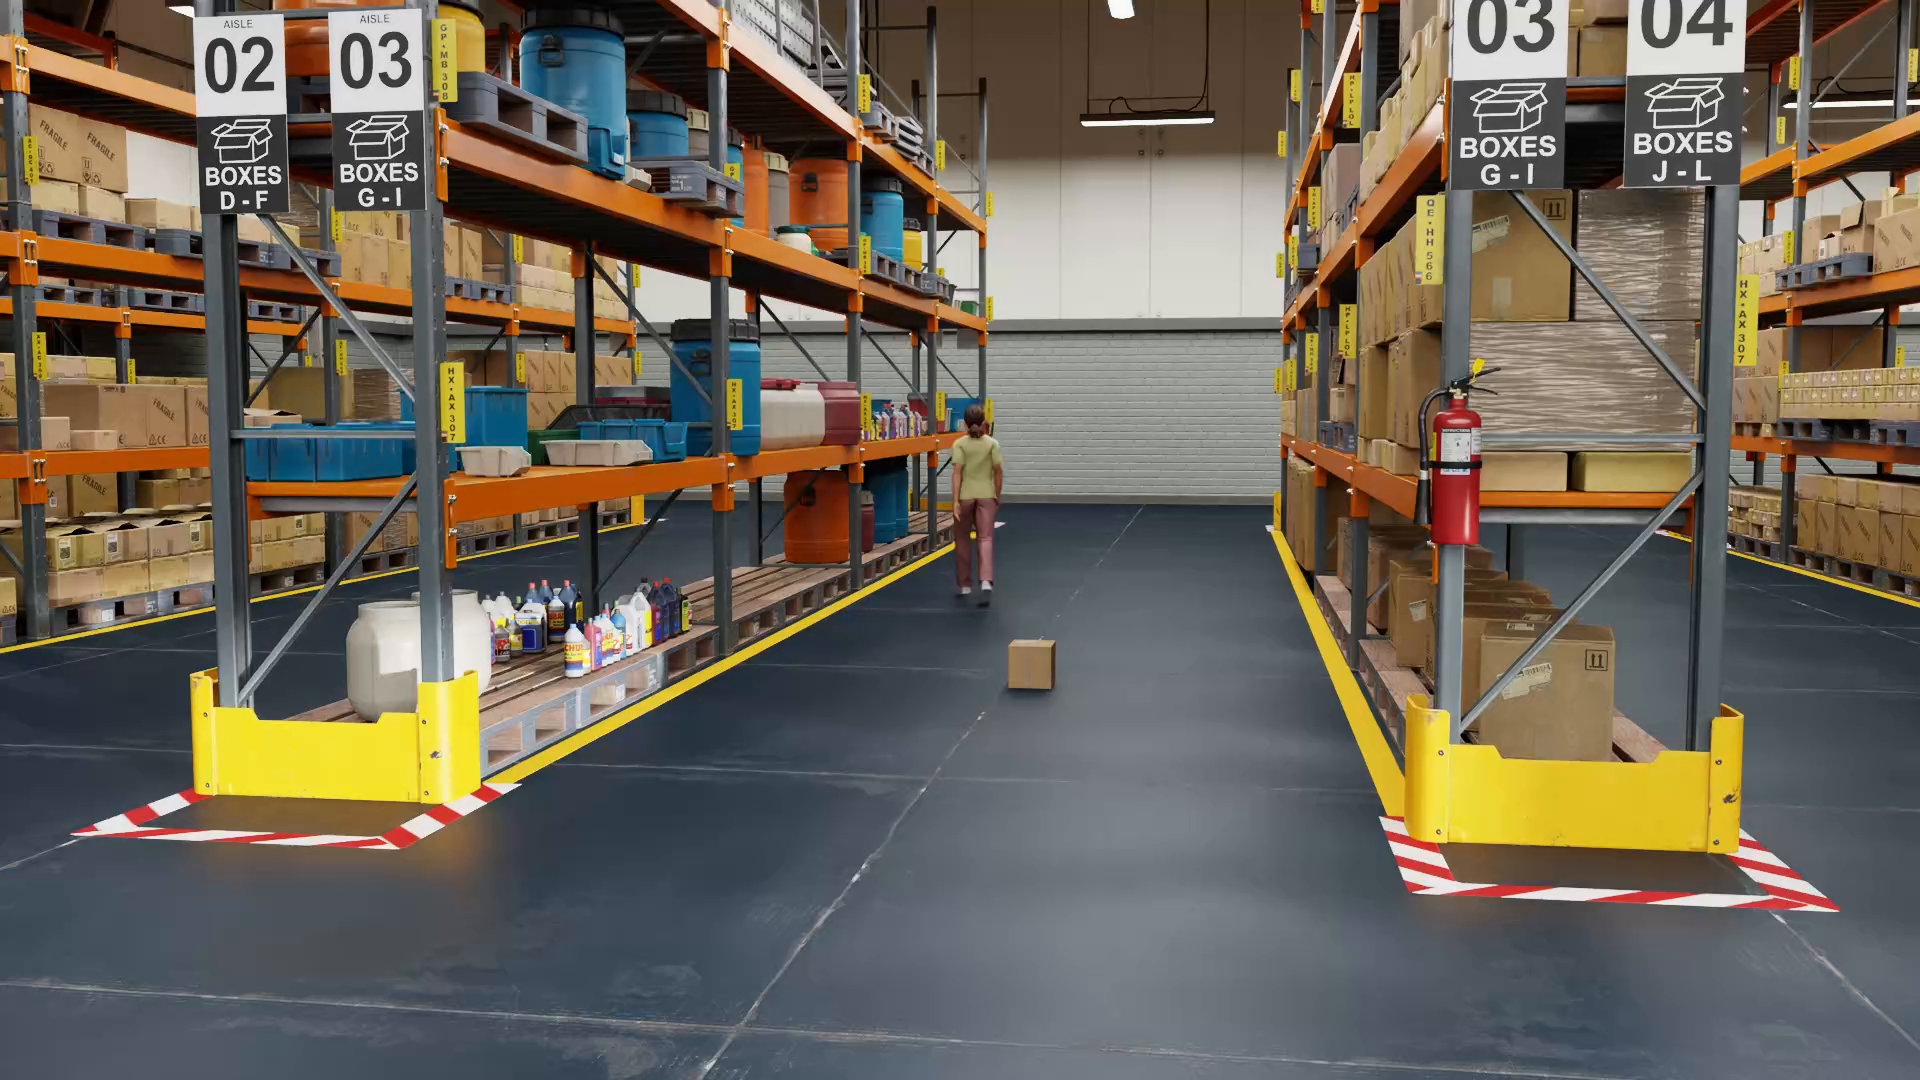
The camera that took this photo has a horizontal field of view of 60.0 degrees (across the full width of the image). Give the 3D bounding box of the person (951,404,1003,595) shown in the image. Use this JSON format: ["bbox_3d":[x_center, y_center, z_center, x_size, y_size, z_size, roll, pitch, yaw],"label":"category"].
[{"bbox_3d":[0.140,-0.331,14.037,0.447,1.628,0.984,0,5,-3],"label":"person"}]
